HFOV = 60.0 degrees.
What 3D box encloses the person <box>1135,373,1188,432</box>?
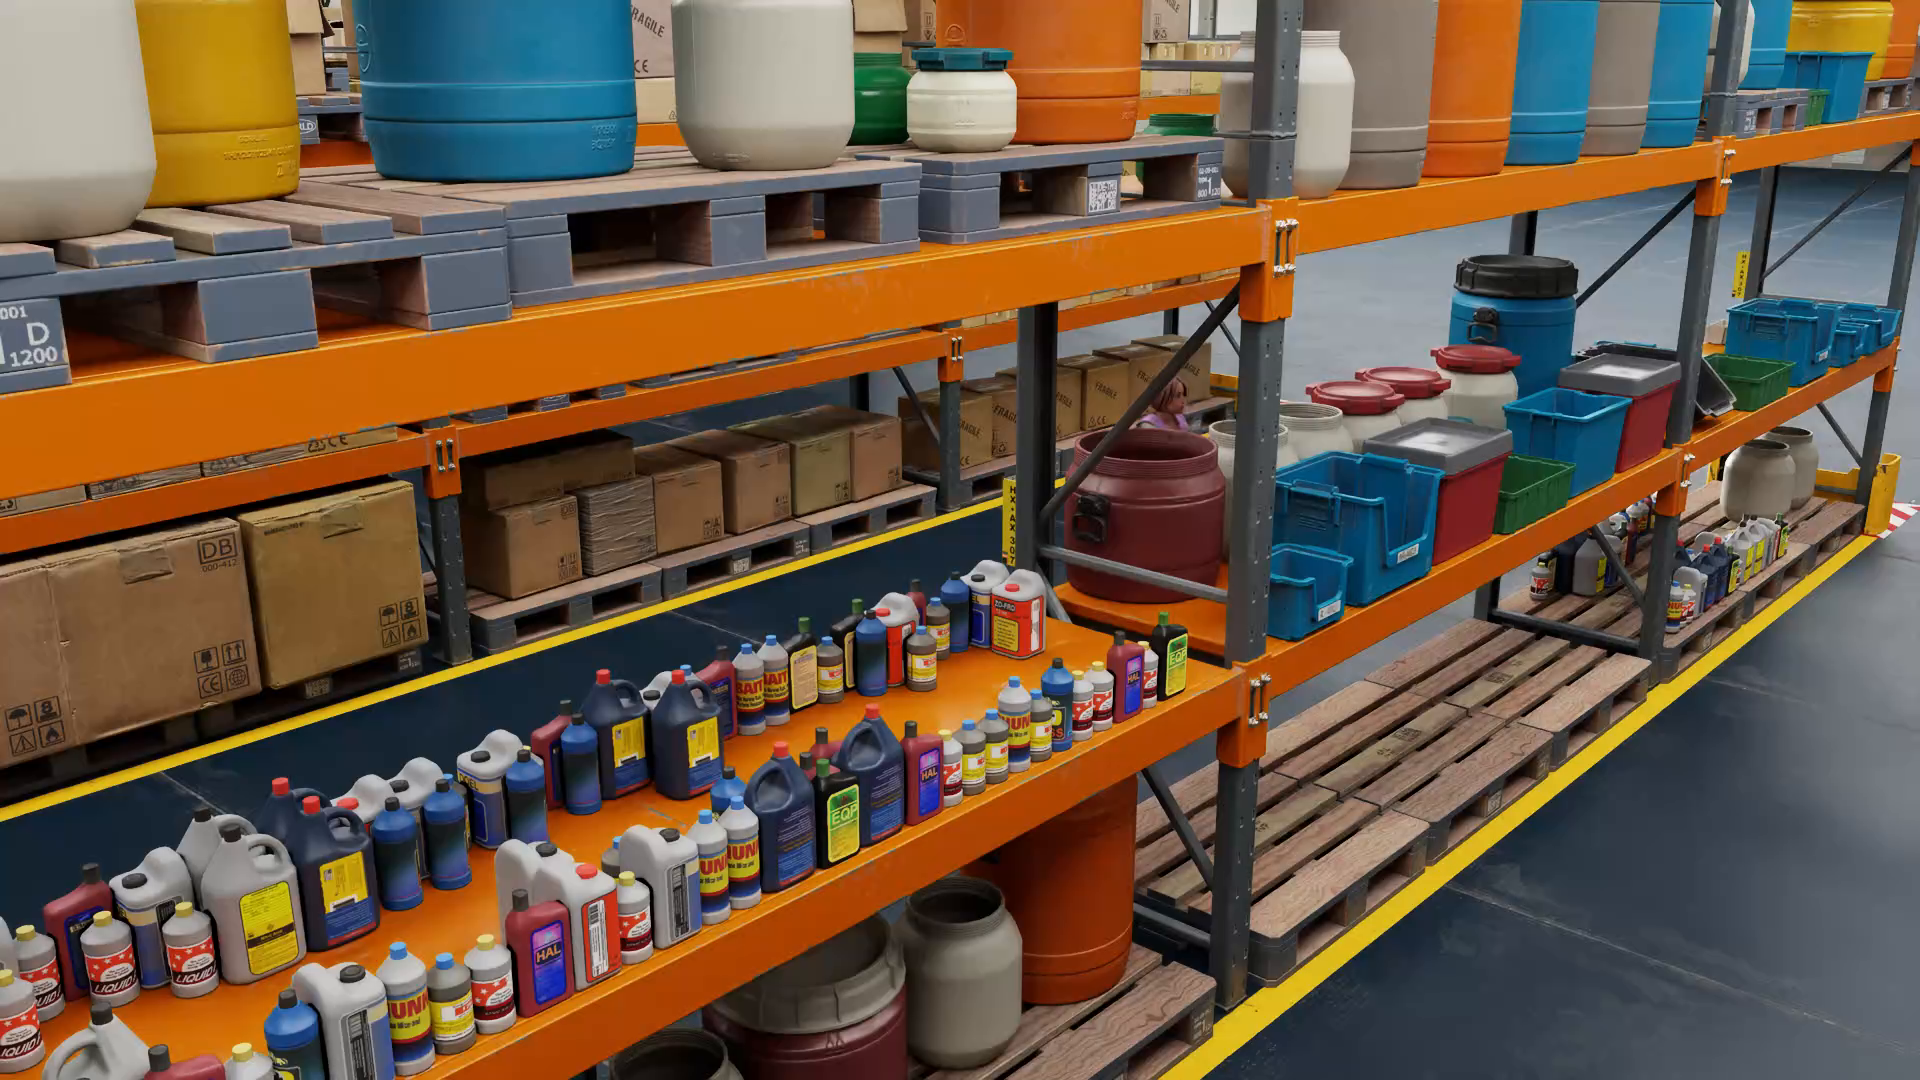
[{"bbox_3d":[1.140,-0.104,8.907,0.499,1.599,0.375,14,22,39],"label":"person"}]
